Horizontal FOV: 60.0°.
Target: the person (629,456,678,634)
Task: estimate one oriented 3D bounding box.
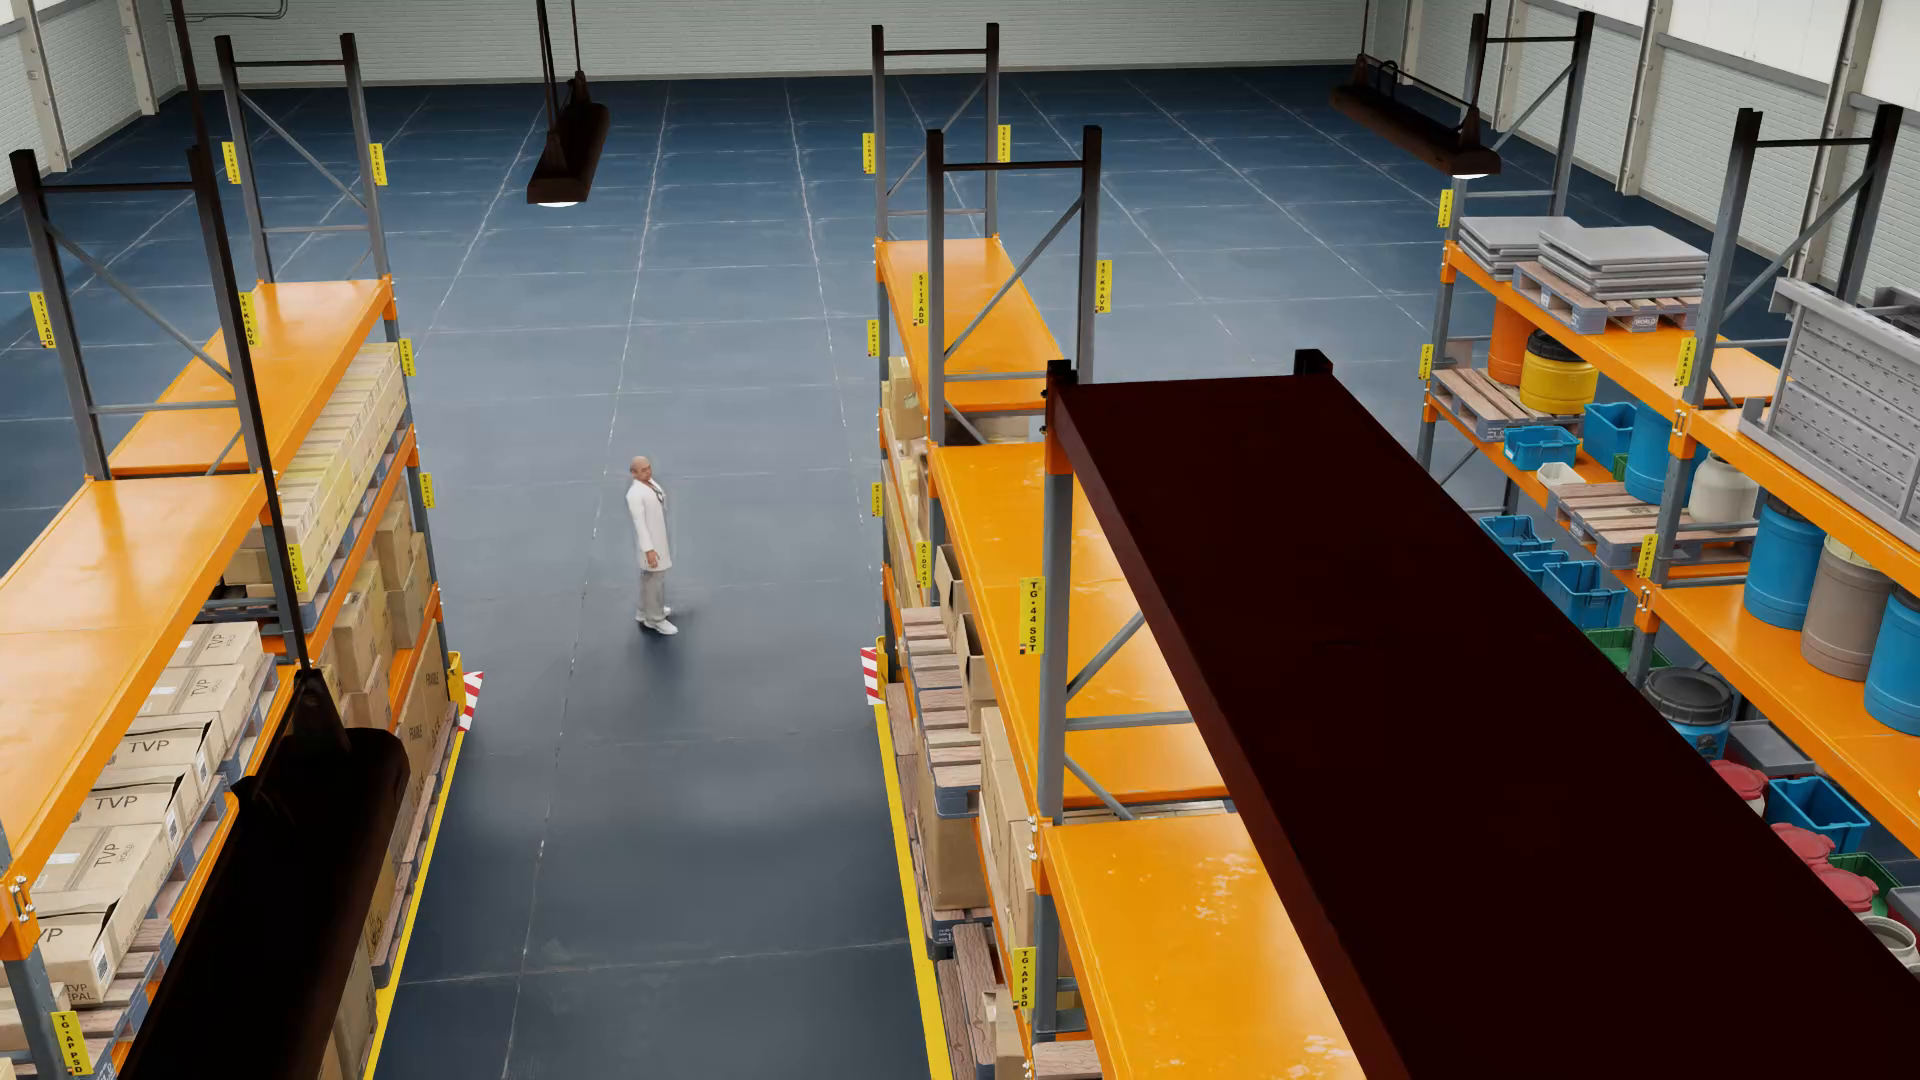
[{"bbox_3d":[-3.053,0.056,16.353,0.410,1.802,0.691,-5,26,-11],"label":"person"}]

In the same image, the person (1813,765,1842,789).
[{"bbox_3d":[7.639,1.431,13.632,0.412,1.605,0.930,-12,28,-23],"label":"person"}]
